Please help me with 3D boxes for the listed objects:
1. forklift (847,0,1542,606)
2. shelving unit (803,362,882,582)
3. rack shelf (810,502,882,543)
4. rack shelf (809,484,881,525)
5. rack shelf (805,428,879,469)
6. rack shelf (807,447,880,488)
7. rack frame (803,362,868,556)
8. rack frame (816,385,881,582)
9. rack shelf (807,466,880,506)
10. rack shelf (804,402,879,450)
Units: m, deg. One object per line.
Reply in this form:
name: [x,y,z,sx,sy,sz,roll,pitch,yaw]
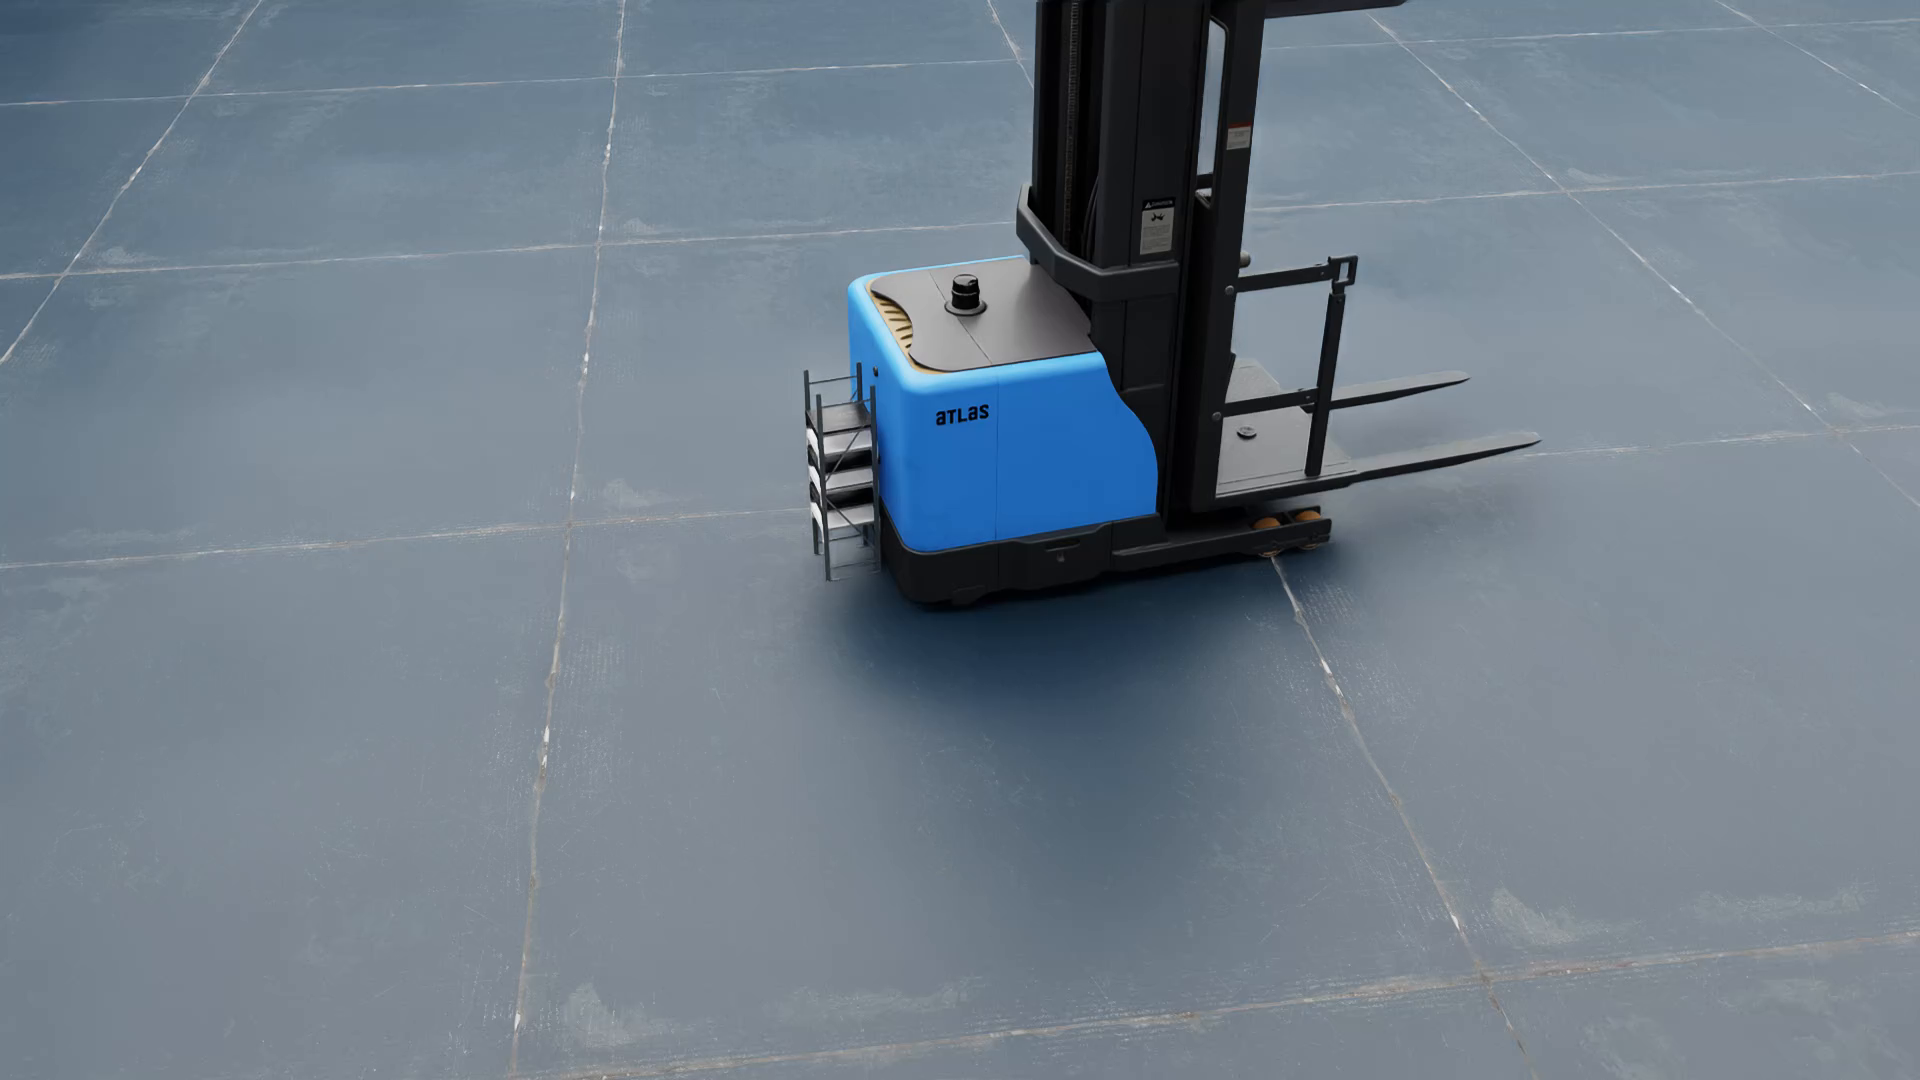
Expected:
forklift: [1.090,-1.413,6.720,3.031,2.935,1.130,-10,35,-14]
shelving unit: [-0.480,-0.271,6.848,0.258,0.900,0.210,-10,36,-15]
rack shelf: [-0.480,-0.095,6.969,0.258,0.077,0.200,-10,36,-15]
rack shelf: [-0.480,-0.169,6.918,0.258,0.077,0.200,-10,36,-15]
rack shelf: [-0.480,-0.392,6.766,0.258,0.077,0.200,-10,36,-15]
rack shelf: [-0.480,-0.318,6.817,0.258,0.077,0.200,-10,36,-15]
rack frame: [-0.512,-0.325,6.928,0.240,0.900,0.006,-10,36,-15]
rack frame: [-0.449,-0.217,6.769,0.240,0.900,0.006,-10,36,-15]
rack shelf: [-0.480,-0.243,6.867,0.258,0.077,0.200,-10,36,-15]
rack shelf: [-0.480,-0.466,6.715,0.258,0.077,0.200,-10,36,-15]
